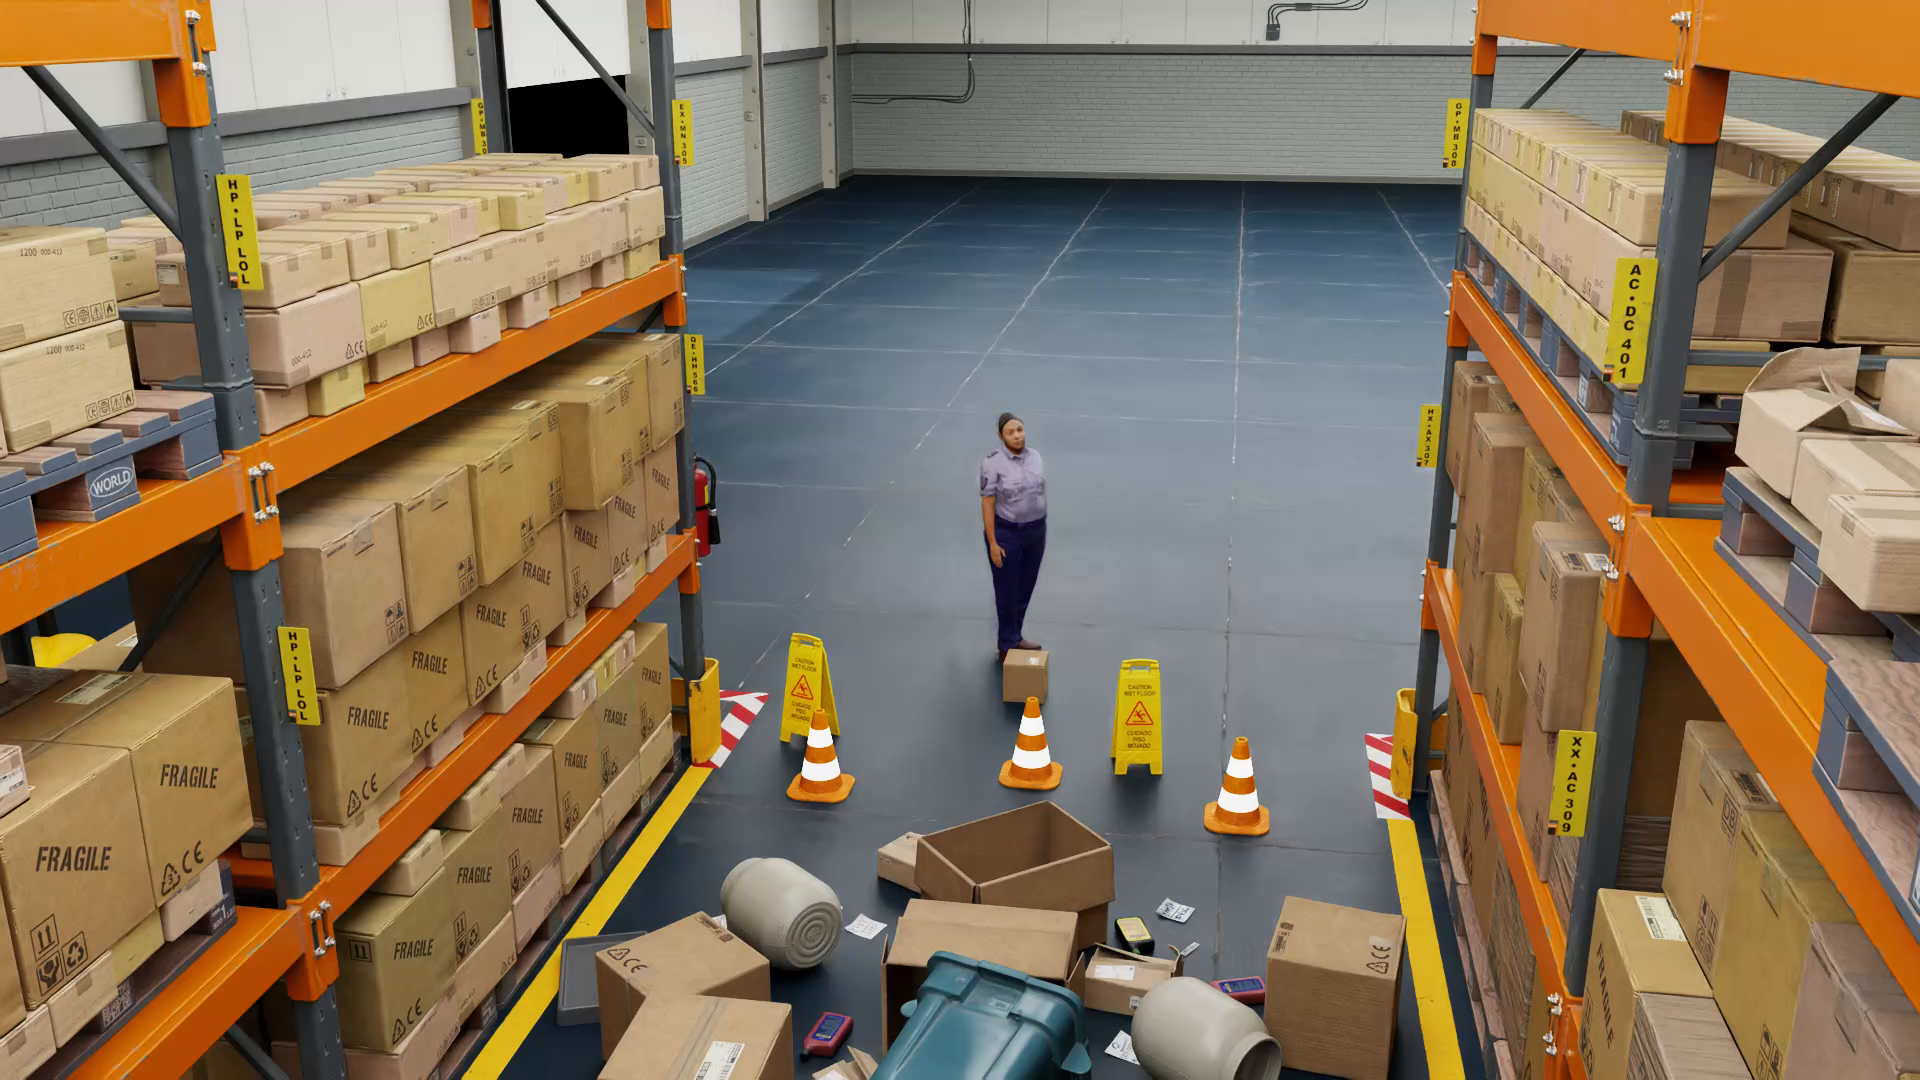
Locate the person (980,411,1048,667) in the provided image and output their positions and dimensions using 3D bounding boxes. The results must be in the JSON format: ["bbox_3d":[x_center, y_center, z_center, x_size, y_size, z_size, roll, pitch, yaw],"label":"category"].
[{"bbox_3d":[0.366,-0.001,10.583,0.490,1.643,0.377,-13,22,-35],"label":"person"}]
